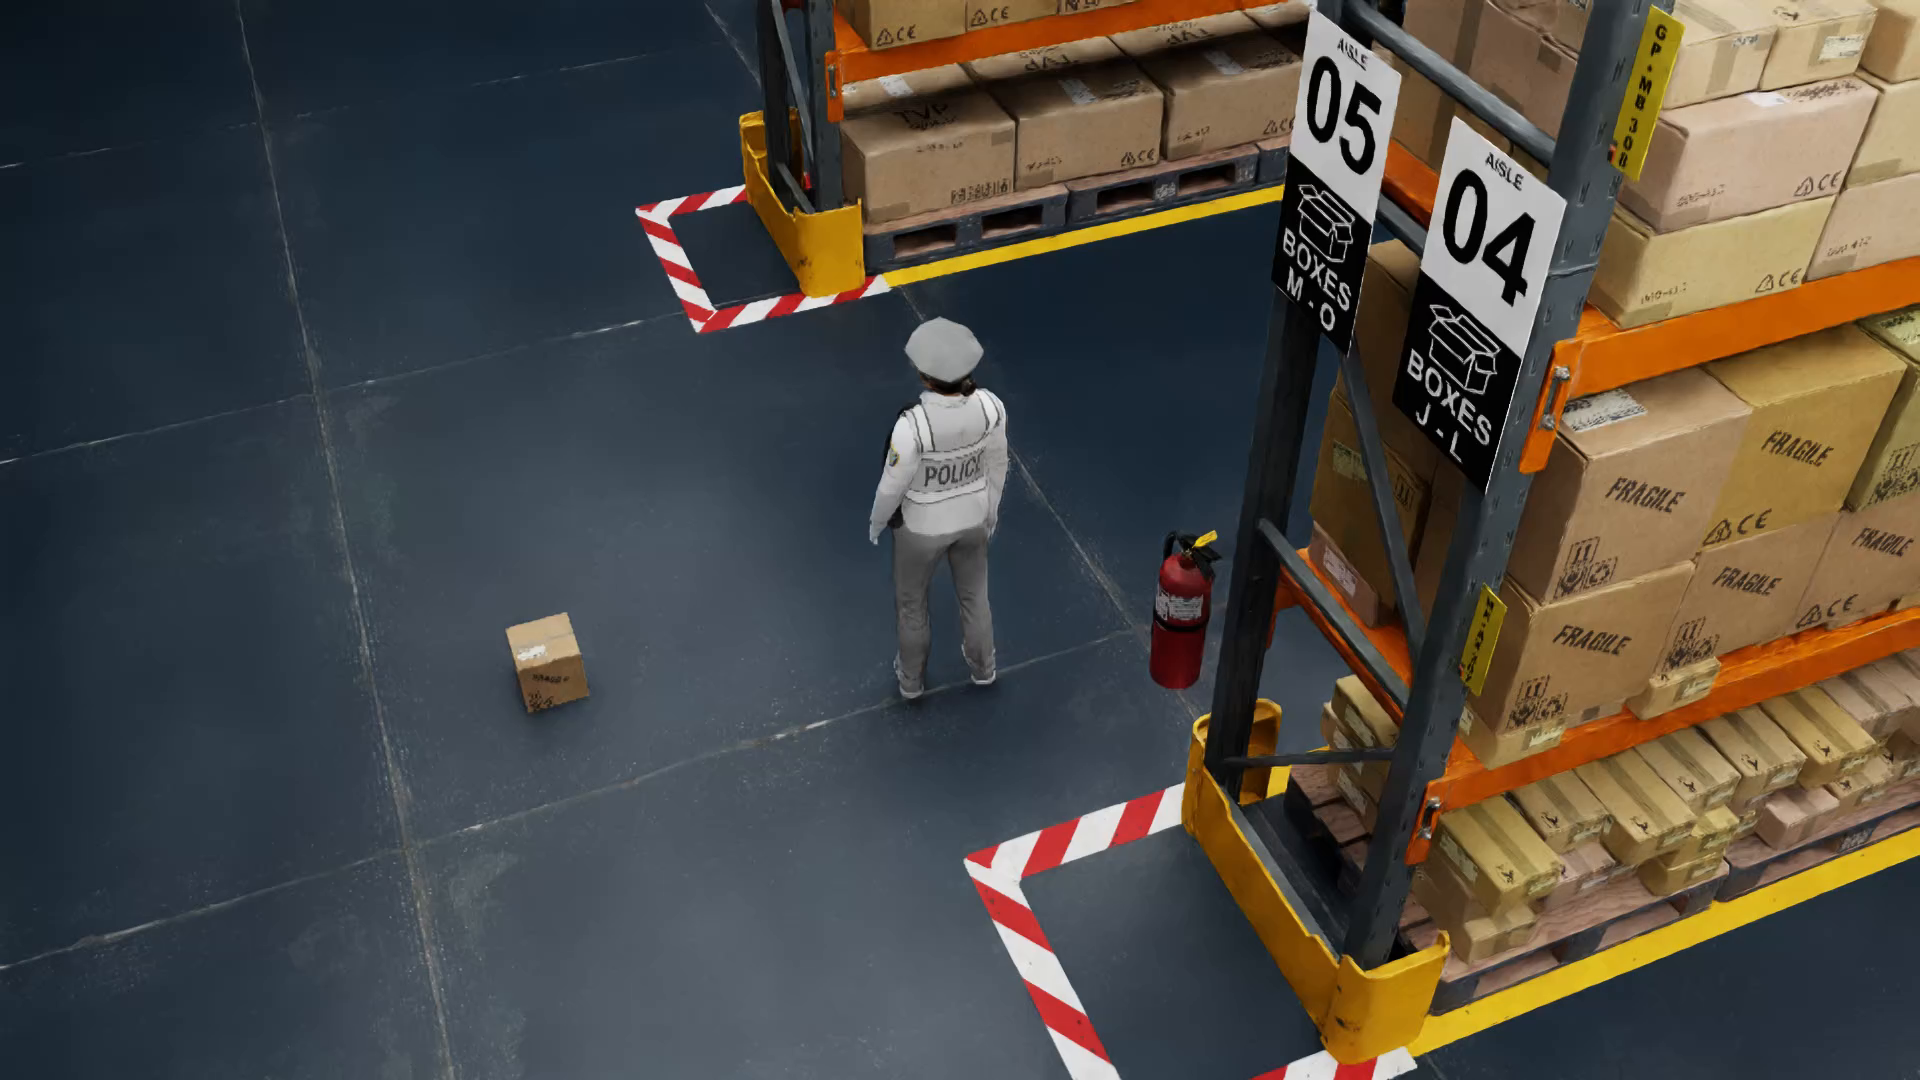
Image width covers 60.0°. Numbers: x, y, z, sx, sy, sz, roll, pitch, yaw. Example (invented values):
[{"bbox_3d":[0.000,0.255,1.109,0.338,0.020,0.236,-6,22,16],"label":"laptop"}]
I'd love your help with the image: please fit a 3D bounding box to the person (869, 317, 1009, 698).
[{"bbox_3d":[-0.074,-0.080,6.203,0.525,1.688,0.354,-19,45,-20],"label":"person"}]
